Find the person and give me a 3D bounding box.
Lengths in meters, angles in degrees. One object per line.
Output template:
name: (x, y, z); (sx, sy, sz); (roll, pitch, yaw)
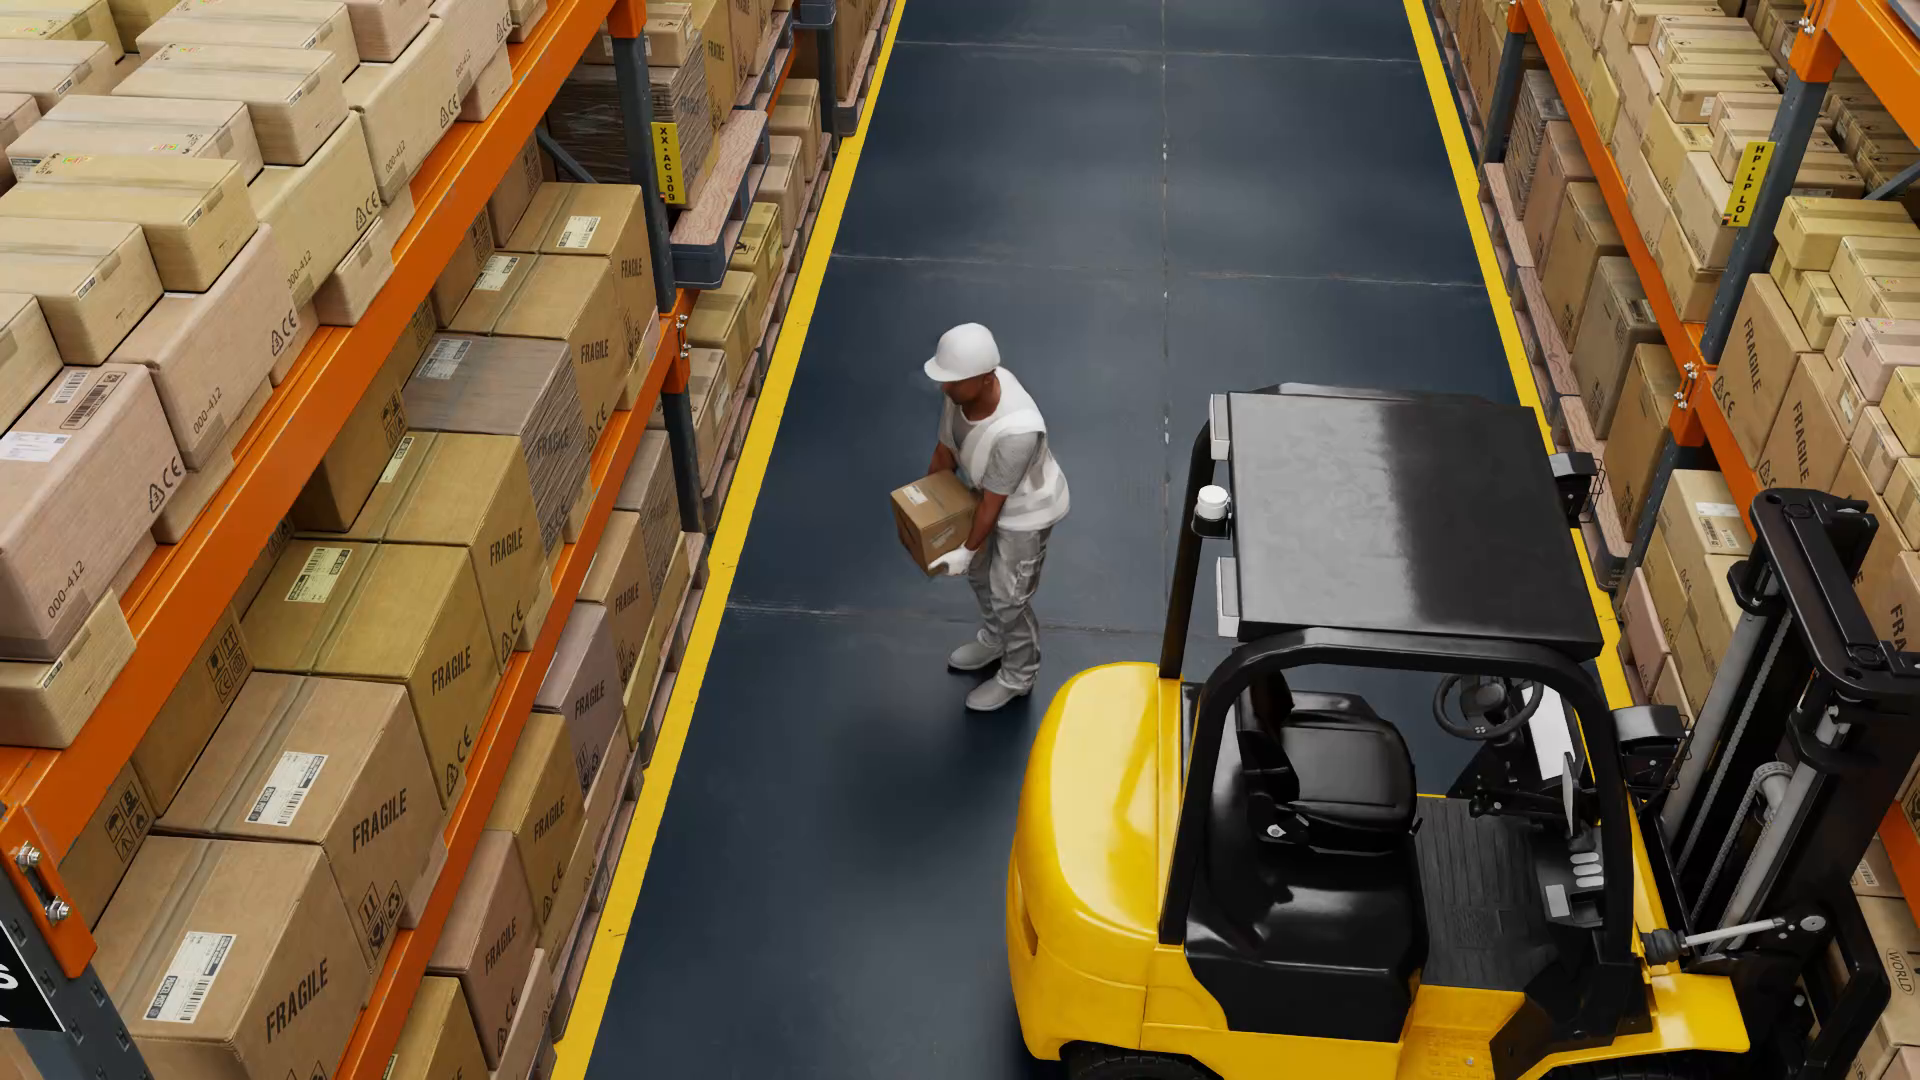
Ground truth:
person: (0.102, -0.082, 6.268); (0.616, 1.745, 0.484); (-19, 43, -21)
